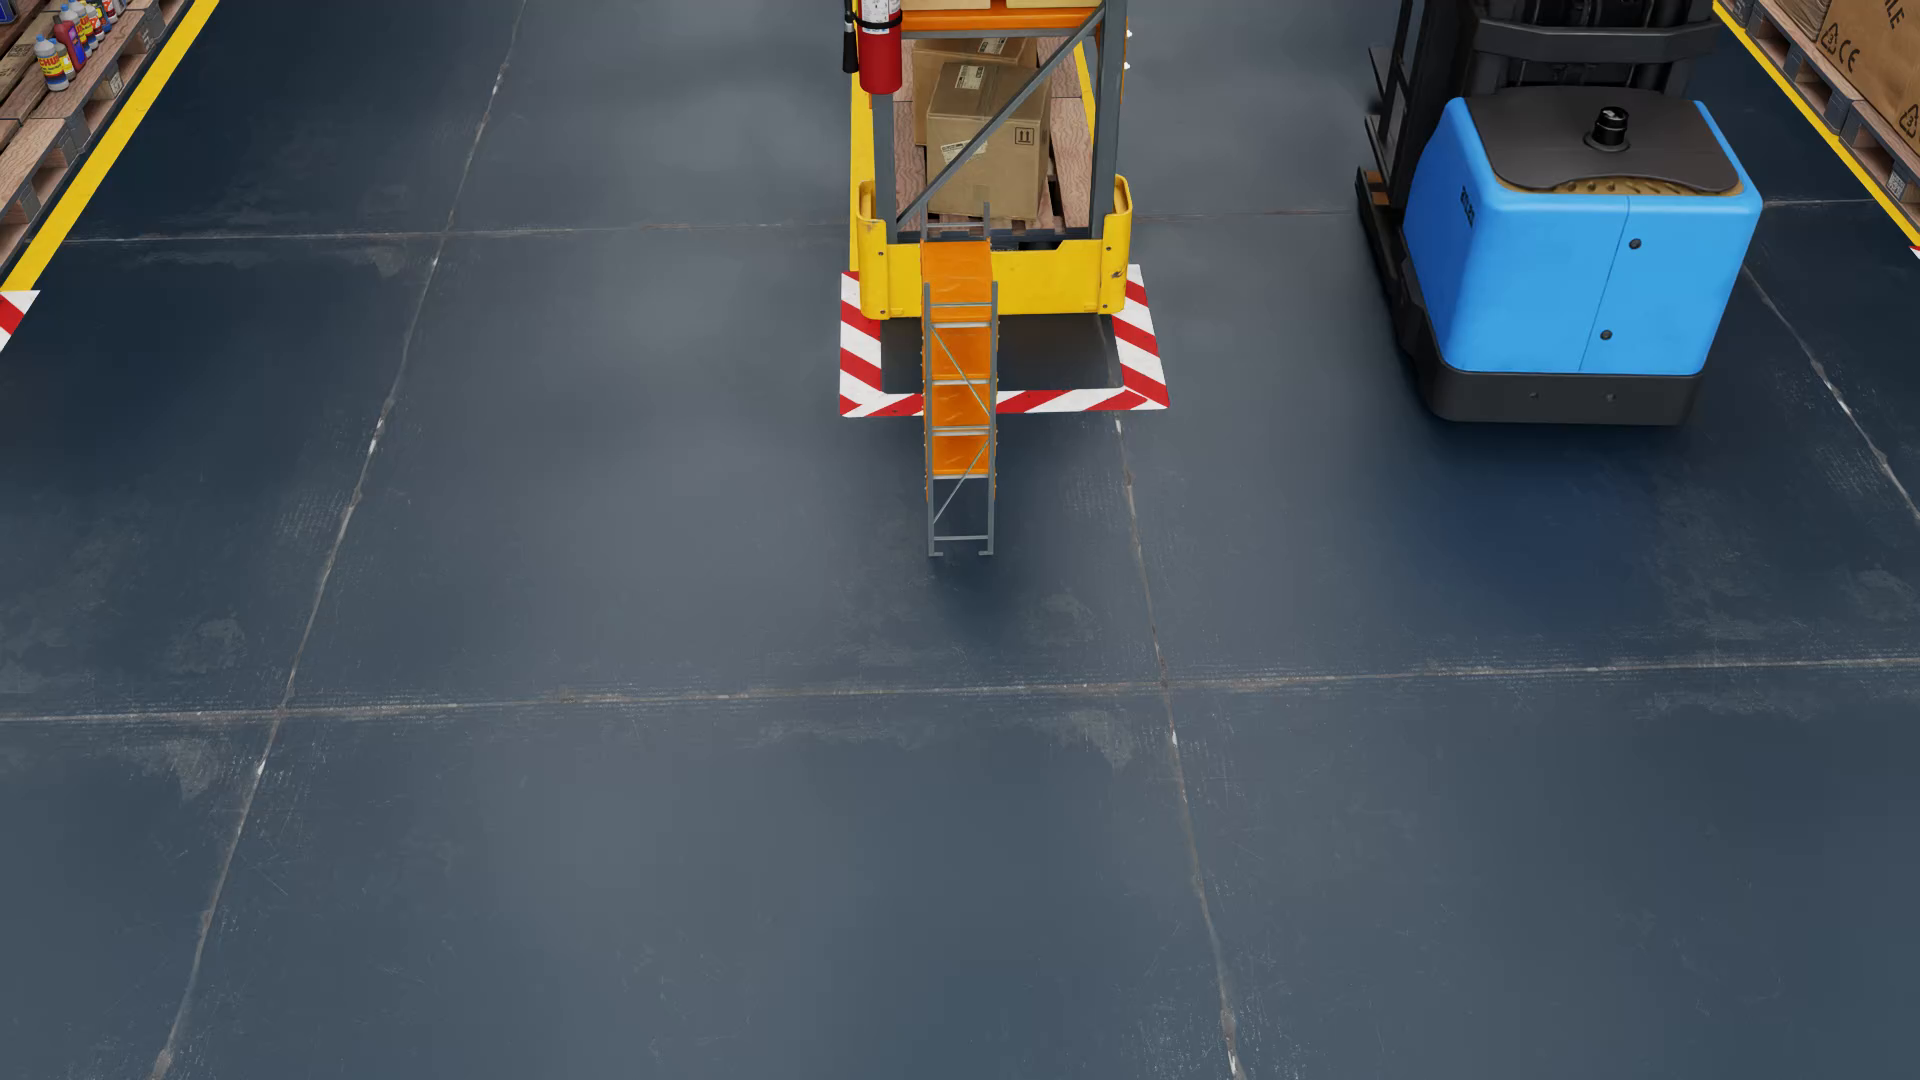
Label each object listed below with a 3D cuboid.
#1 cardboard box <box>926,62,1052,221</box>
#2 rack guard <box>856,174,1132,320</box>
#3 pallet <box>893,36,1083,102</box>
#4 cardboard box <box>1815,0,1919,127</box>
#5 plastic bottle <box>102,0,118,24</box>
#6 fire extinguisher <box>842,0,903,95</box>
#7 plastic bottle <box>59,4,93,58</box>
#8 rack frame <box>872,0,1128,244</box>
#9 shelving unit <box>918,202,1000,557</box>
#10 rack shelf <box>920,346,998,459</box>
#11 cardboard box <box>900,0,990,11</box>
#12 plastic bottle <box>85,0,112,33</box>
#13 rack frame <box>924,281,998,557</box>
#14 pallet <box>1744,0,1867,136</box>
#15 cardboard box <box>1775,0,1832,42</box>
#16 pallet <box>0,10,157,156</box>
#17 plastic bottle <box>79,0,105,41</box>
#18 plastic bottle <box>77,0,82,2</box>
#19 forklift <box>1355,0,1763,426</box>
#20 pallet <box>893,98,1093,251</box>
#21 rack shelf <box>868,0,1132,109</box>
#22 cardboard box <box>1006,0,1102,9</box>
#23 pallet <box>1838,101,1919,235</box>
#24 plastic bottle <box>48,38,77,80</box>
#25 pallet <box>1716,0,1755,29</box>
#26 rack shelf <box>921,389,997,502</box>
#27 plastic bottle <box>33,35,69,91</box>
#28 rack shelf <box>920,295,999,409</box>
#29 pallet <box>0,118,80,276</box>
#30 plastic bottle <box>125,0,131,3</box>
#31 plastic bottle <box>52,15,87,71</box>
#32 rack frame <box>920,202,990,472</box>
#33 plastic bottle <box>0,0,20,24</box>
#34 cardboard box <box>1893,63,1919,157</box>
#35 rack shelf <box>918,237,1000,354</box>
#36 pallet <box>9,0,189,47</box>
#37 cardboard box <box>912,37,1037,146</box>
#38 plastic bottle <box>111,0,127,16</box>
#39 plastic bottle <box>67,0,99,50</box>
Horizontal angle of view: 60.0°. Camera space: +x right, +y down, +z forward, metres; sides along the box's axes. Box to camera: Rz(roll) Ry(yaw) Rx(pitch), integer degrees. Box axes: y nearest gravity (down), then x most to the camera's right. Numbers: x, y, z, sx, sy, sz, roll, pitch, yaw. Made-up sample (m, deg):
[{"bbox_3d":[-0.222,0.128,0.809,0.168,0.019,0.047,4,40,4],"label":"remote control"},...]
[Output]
[{"bbox_3d":[0.135,-1.810,7.544,0.500,0.500,0.500,6,43,6],"label":"cardboard box"},{"bbox_3d":[0.142,-1.284,7.281,1.175,0.500,0.348,-2,43,-2],"label":"rack guard"},{"bbox_3d":[0.094,-2.549,8.875,1.003,0.211,1.213,-2,43,-2],"label":"pallet"},{"bbox_3d":[4.970,-2.650,8.183,0.875,0.875,0.875,-2,43,-2],"label":"cardboard box"},{"bbox_3d":[-4.601,-2.880,8.918,0.097,0.201,0.097,0,43,0],"label":"plastic bottle"},{"bbox_3d":[-0.311,-2.035,6.308,0.296,0.674,0.183,-2,43,-2],"label":"fire extinguisher"},{"bbox_3d":[-4.584,-2.633,8.596,0.097,0.271,0.097,0,43,0],"label":"plastic bottle"},{"bbox_3d":[0.145,-2.154,6.381,1.000,3.000,0.127,-2,43,-2],"label":"rack frame"},{"bbox_3d":[-0.007,-0.554,5.966,0.258,1.200,0.503,-2,43,-2],"label":"shelving unit"},{"bbox_3d":[-0.007,-0.504,6.012,0.258,0.148,0.480,-2,43,-2],"label":"rack shelf"},{"bbox_3d":[-0.074,-2.248,6.669,0.380,0.149,0.250,-2,43,-2],"label":"cardboard box"},{"bbox_3d":[-4.597,-2.837,8.819,0.097,0.271,0.097,0,43,0],"label":"plastic bottle"},{"bbox_3d":[0.003,-0.389,5.787,0.240,1.200,0.015,-2,43,-2],"label":"rack frame"},{"bbox_3d":[4.944,-2.560,8.886,1.003,0.211,1.213,-2,43,-2],"label":"pallet"},{"bbox_3d":[4.934,-3.266,8.854,0.875,0.875,0.875,-1,43,-1],"label":"cardboard box"},{"bbox_3d":[-4.932,-2.405,8.717,1.003,0.211,1.213,-2,43,-2],"label":"pallet"},{"bbox_3d":[-4.592,-2.742,8.767,0.097,0.201,0.097,0,43,0],"label":"plastic bottle"},{"bbox_3d":[-4.740,-2.986,8.973,0.061,0.283,0.133,-2,43,-2],"label":"plastic bottle"},{"bbox_3d":[2.461,-2.515,6.825,1.130,2.935,3.031,1,43,1],"label":"forklift"},{"bbox_3d":[0.142,-1.727,7.978,1.003,0.211,1.213,-2,43,-2],"label":"pallet"},{"bbox_3d":[0.060,-3.239,8.097,1.077,0.370,4.000,-2,43,-2],"label":"rack shelf"},{"bbox_3d":[0.371,-2.261,6.683,0.380,0.149,0.250,-2,43,-2],"label":"cardboard box"},{"bbox_3d":[4.992,-1.738,7.990,1.003,0.211,1.213,-2,43,-2],"label":"pallet"},{"bbox_3d":[-4.574,-2.446,8.444,0.097,0.201,0.097,0,43,0],"label":"plastic bottle"},{"bbox_3d":[4.889,-3.385,9.787,1.003,0.211,1.213,-2,43,-2],"label":"pallet"},{"bbox_3d":[-0.007,-0.358,6.146,0.258,0.148,0.480,-2,43,-2],"label":"rack shelf"},{"bbox_3d":[-4.569,-2.402,8.344,0.097,0.271,0.097,0,43,0],"label":"plastic bottle"},{"bbox_3d":[-0.007,-0.669,5.861,0.258,0.148,0.480,-2,43,-2],"label":"rack shelf"},{"bbox_3d":[-4.883,-1.583,7.821,1.003,0.211,1.213,-2,43,-2],"label":"pallet"},{"bbox_3d":[-4.636,-3.124,9.073,0.144,0.351,0.185,-2,43,-2],"label":"plastic bottle"},{"bbox_3d":[-4.561,-2.559,8.507,0.061,0.283,0.133,-1,43,-1],"label":"plastic bottle"},{"bbox_3d":[-0.017,-0.719,6.146,0.240,1.200,0.015,-2,43,-2],"label":"rack frame"},{"bbox_3d":[-5.181,-2.921,8.907,0.152,0.276,0.135,-2,43,-2],"label":"plastic bottle"},{"bbox_3d":[5.010,-2.056,7.535,0.875,0.875,0.875,-1,43,-2],"label":"cardboard box"},{"bbox_3d":[-0.007,-0.844,5.701,0.258,0.148,0.480,-2,43,-2],"label":"rack shelf"},{"bbox_3d":[-4.987,-3.230,9.618,1.003,0.211,1.213,-2,43,-2],"label":"pallet"},{"bbox_3d":[0.075,-2.212,7.983,0.500,0.500,0.500,9,43,9],"label":"cardboard box"},{"bbox_3d":[-4.633,-2.987,8.979,0.152,0.276,0.135,-1,43,-1],"label":"plastic bottle"},{"bbox_3d":[-4.588,-2.701,8.670,0.097,0.271,0.097,0,43,0],"label":"plastic bottle"}]
